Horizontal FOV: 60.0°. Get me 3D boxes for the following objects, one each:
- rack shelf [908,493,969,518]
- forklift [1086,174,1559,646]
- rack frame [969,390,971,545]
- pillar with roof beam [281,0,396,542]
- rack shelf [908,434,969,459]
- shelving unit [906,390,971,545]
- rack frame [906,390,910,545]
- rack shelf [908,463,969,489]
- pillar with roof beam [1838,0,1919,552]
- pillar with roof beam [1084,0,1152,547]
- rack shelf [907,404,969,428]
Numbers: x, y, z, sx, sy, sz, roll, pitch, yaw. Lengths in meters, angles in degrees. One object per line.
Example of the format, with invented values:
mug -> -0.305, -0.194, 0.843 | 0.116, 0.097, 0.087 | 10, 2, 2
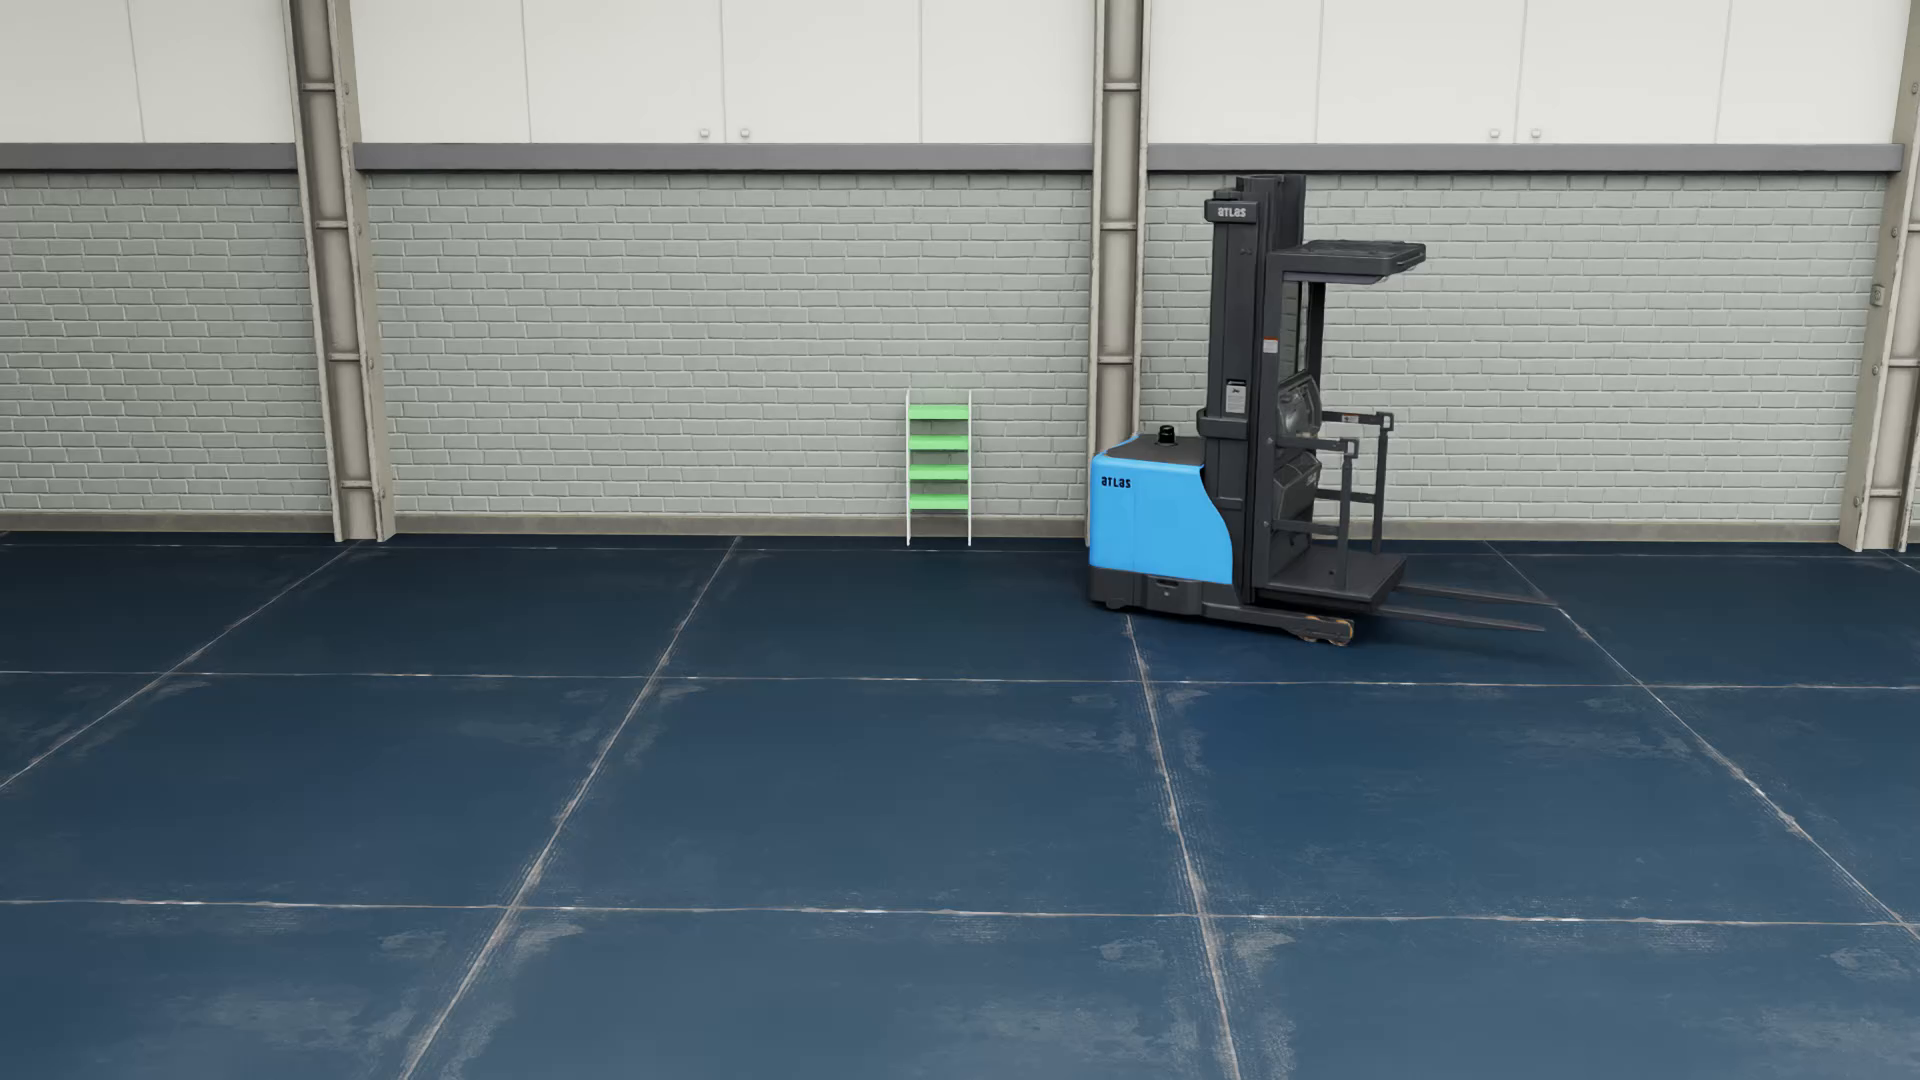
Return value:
rack shelf -> -0.166, -0.275, 13.220 | 0.480, 0.148, 0.258 | 0, 15, 1
forklift -> 2.429, -0.887, 10.958 | 3.031, 2.935, 1.130 | 7, 16, 26
rack frame -> 0.078, -0.568, 13.140 | 0.015, 1.200, 0.240 | 0, 15, 1
pillar with roof beam -> -4.909, -3.279, 8.129 | 0.400, 9.000, 9.100 | 0, 15, 1
rack shelf -> -0.166, -0.740, 13.099 | 0.480, 0.148, 0.258 | 0, 15, 1
shelving unit -> -0.166, -0.569, 13.144 | 0.503, 1.200, 0.258 | 0, 15, 1
rack frame -> -0.410, -0.570, 13.147 | 0.015, 1.200, 0.240 | 0, 15, 1
rack shelf -> -0.166, -0.508, 13.160 | 0.480, 0.148, 0.258 | 0, 15, 1
pillar with roof beam -> 7.087, -3.201, 7.833 | 0.400, 9.000, 9.100 | 0, 15, 1
pillar with roof beam -> 1.089, -3.240, 7.981 | 0.400, 9.000, 9.100 | 0, 15, 1
rack shelf -> -0.166, -0.972, 13.039 | 0.480, 0.148, 0.258 | 0, 15, 1
